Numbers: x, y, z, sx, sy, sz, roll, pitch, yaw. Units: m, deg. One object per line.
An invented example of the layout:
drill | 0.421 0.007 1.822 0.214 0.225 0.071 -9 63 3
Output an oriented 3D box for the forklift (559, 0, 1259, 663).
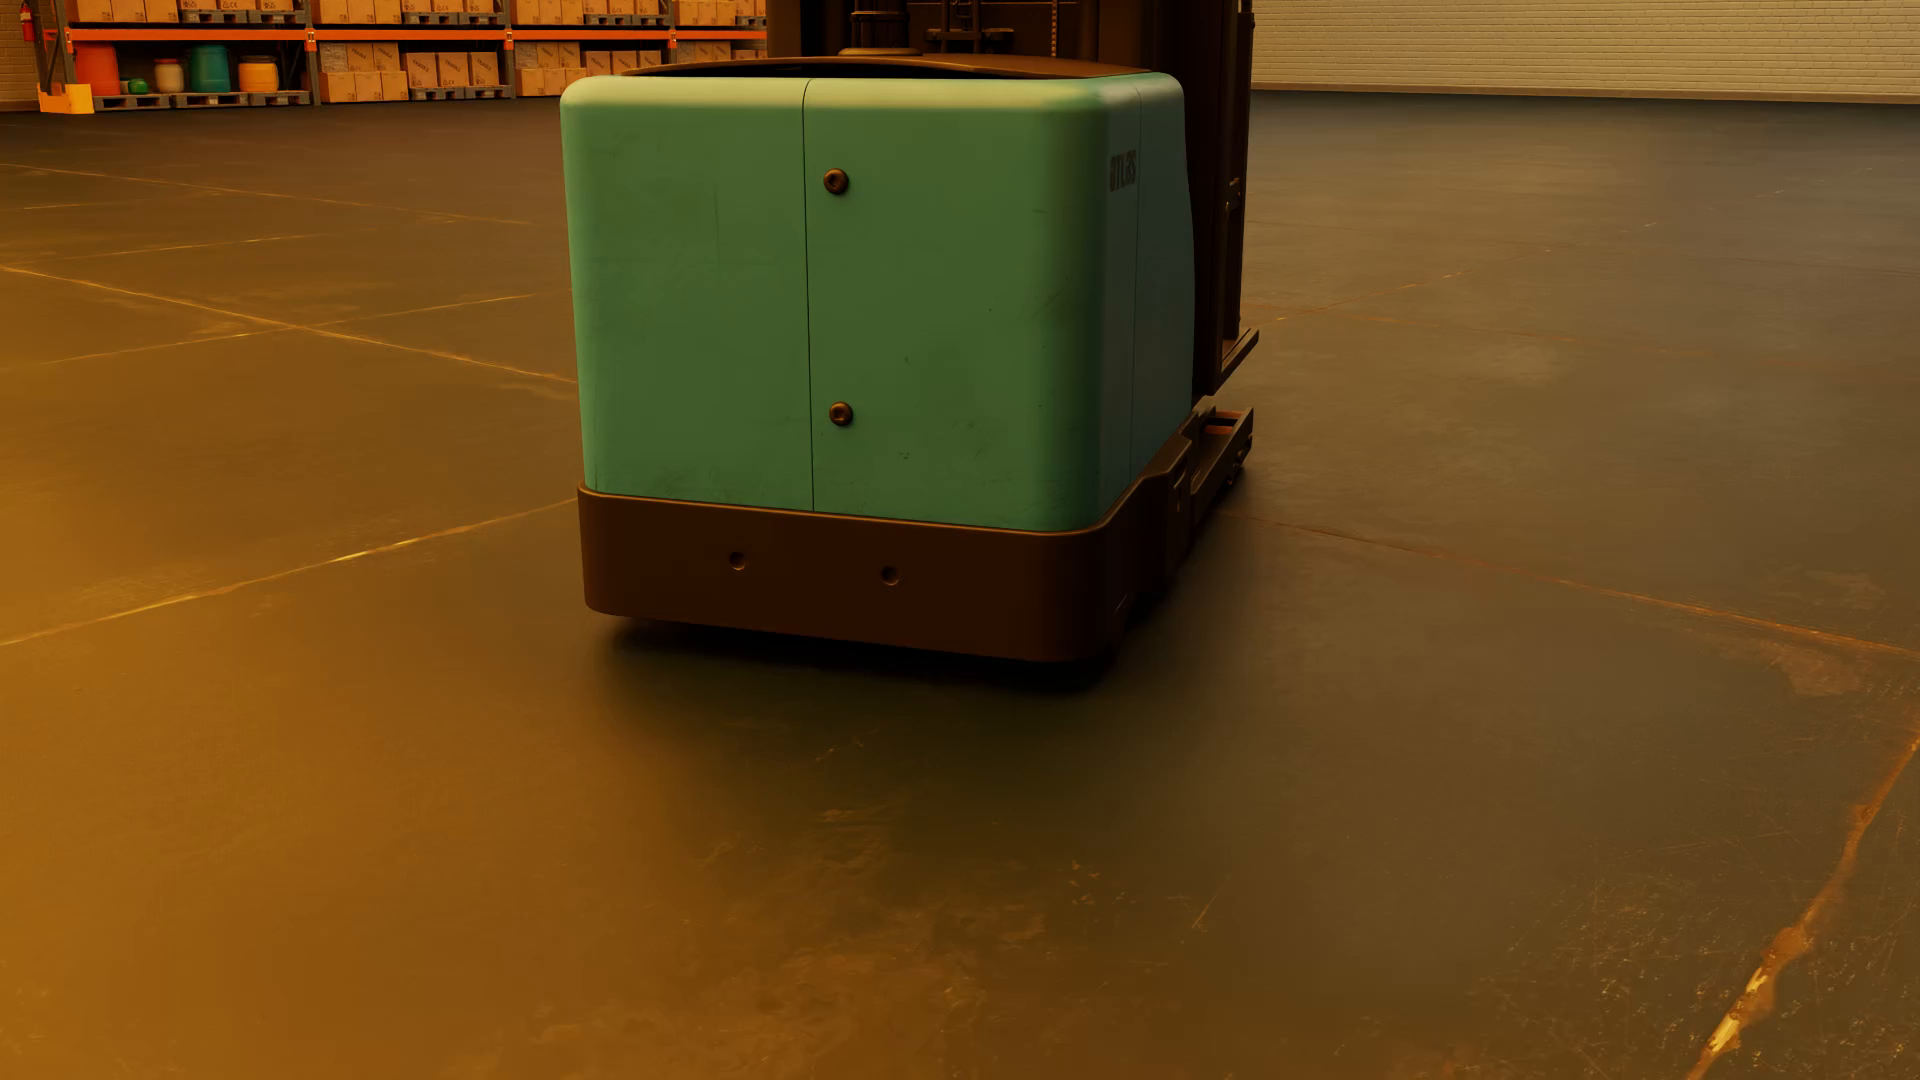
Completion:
forklift | 0.182 -1.571 4.072 1.130 2.935 3.031 5 18 17
